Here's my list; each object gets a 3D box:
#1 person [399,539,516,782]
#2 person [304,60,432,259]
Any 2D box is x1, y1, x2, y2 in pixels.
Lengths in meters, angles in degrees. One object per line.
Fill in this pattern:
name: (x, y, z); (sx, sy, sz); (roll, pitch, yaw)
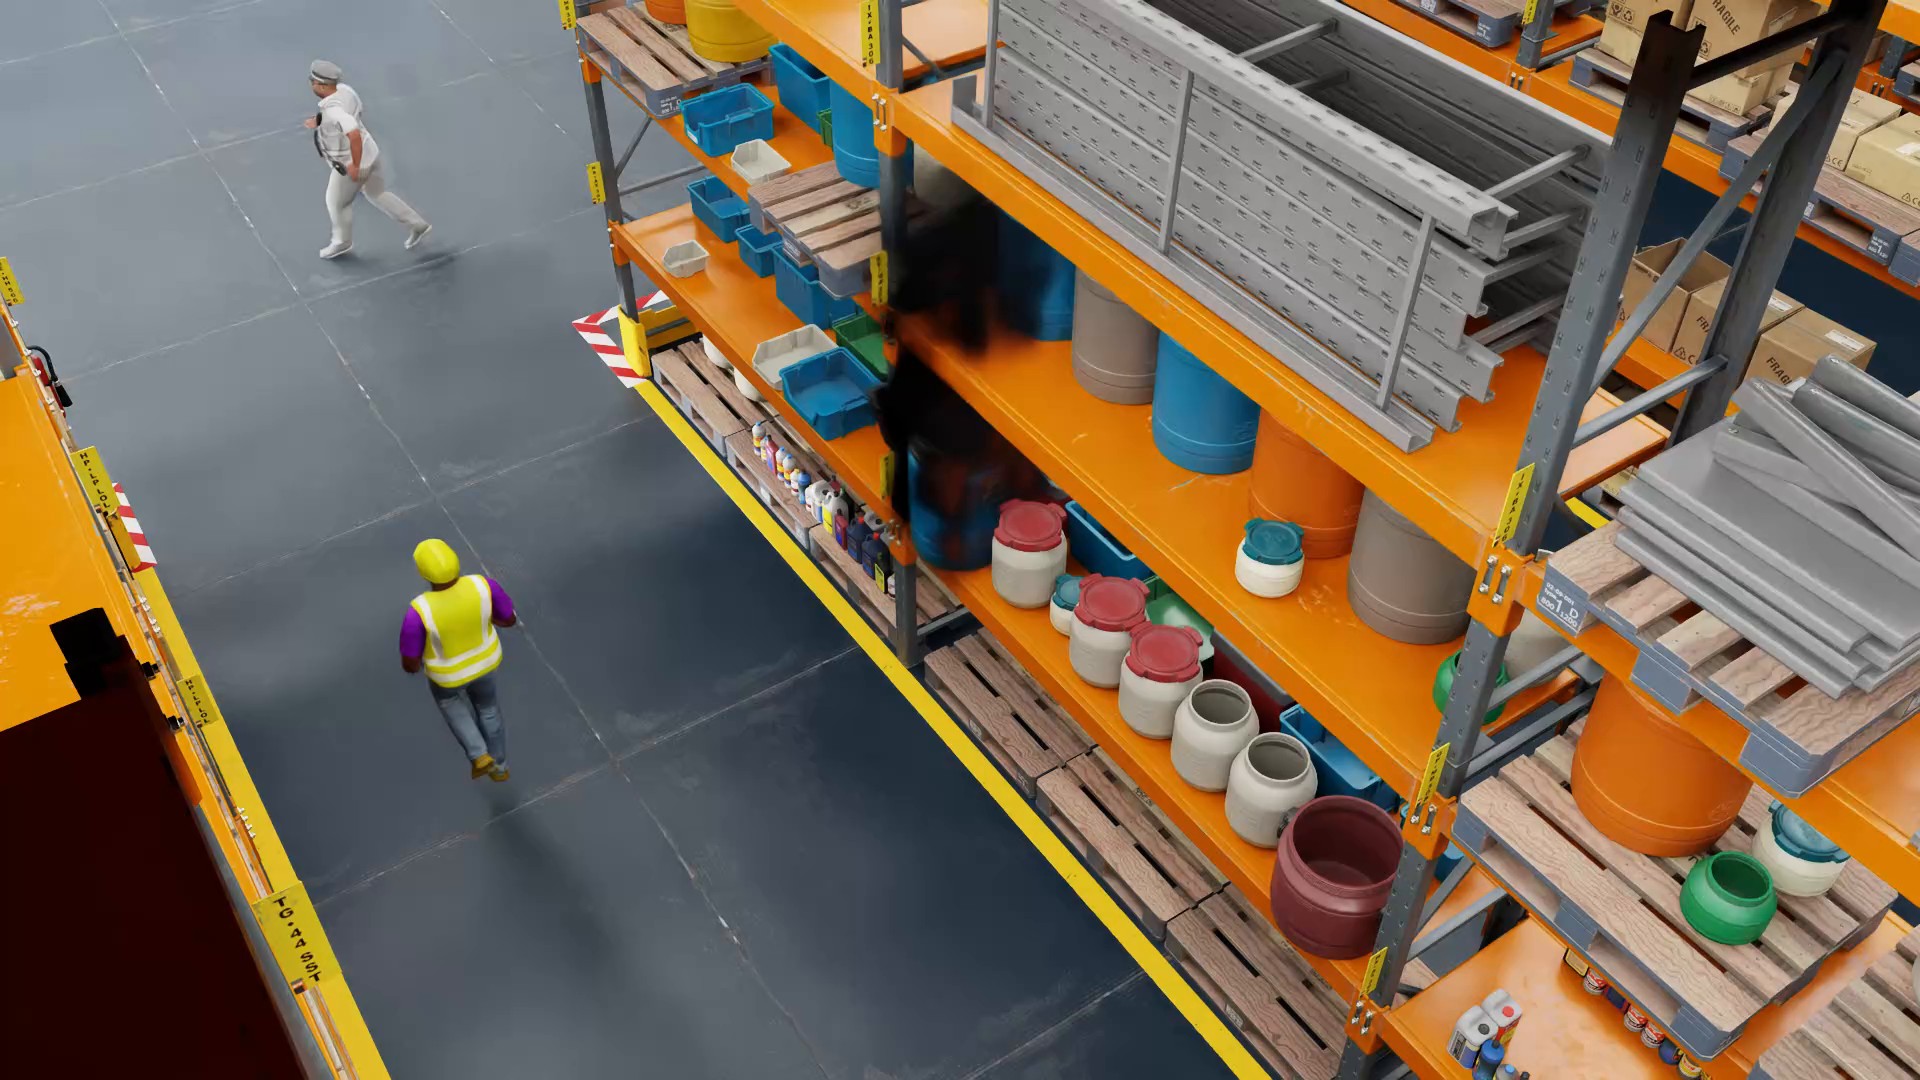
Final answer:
person: (-2.817, 0.657, 9.348); (0.674, 1.754, 0.536); (-25, 48, -24)
person: (-5.055, -3.156, 13.876); (1.002, 1.790, 0.678); (3, 43, 3)
